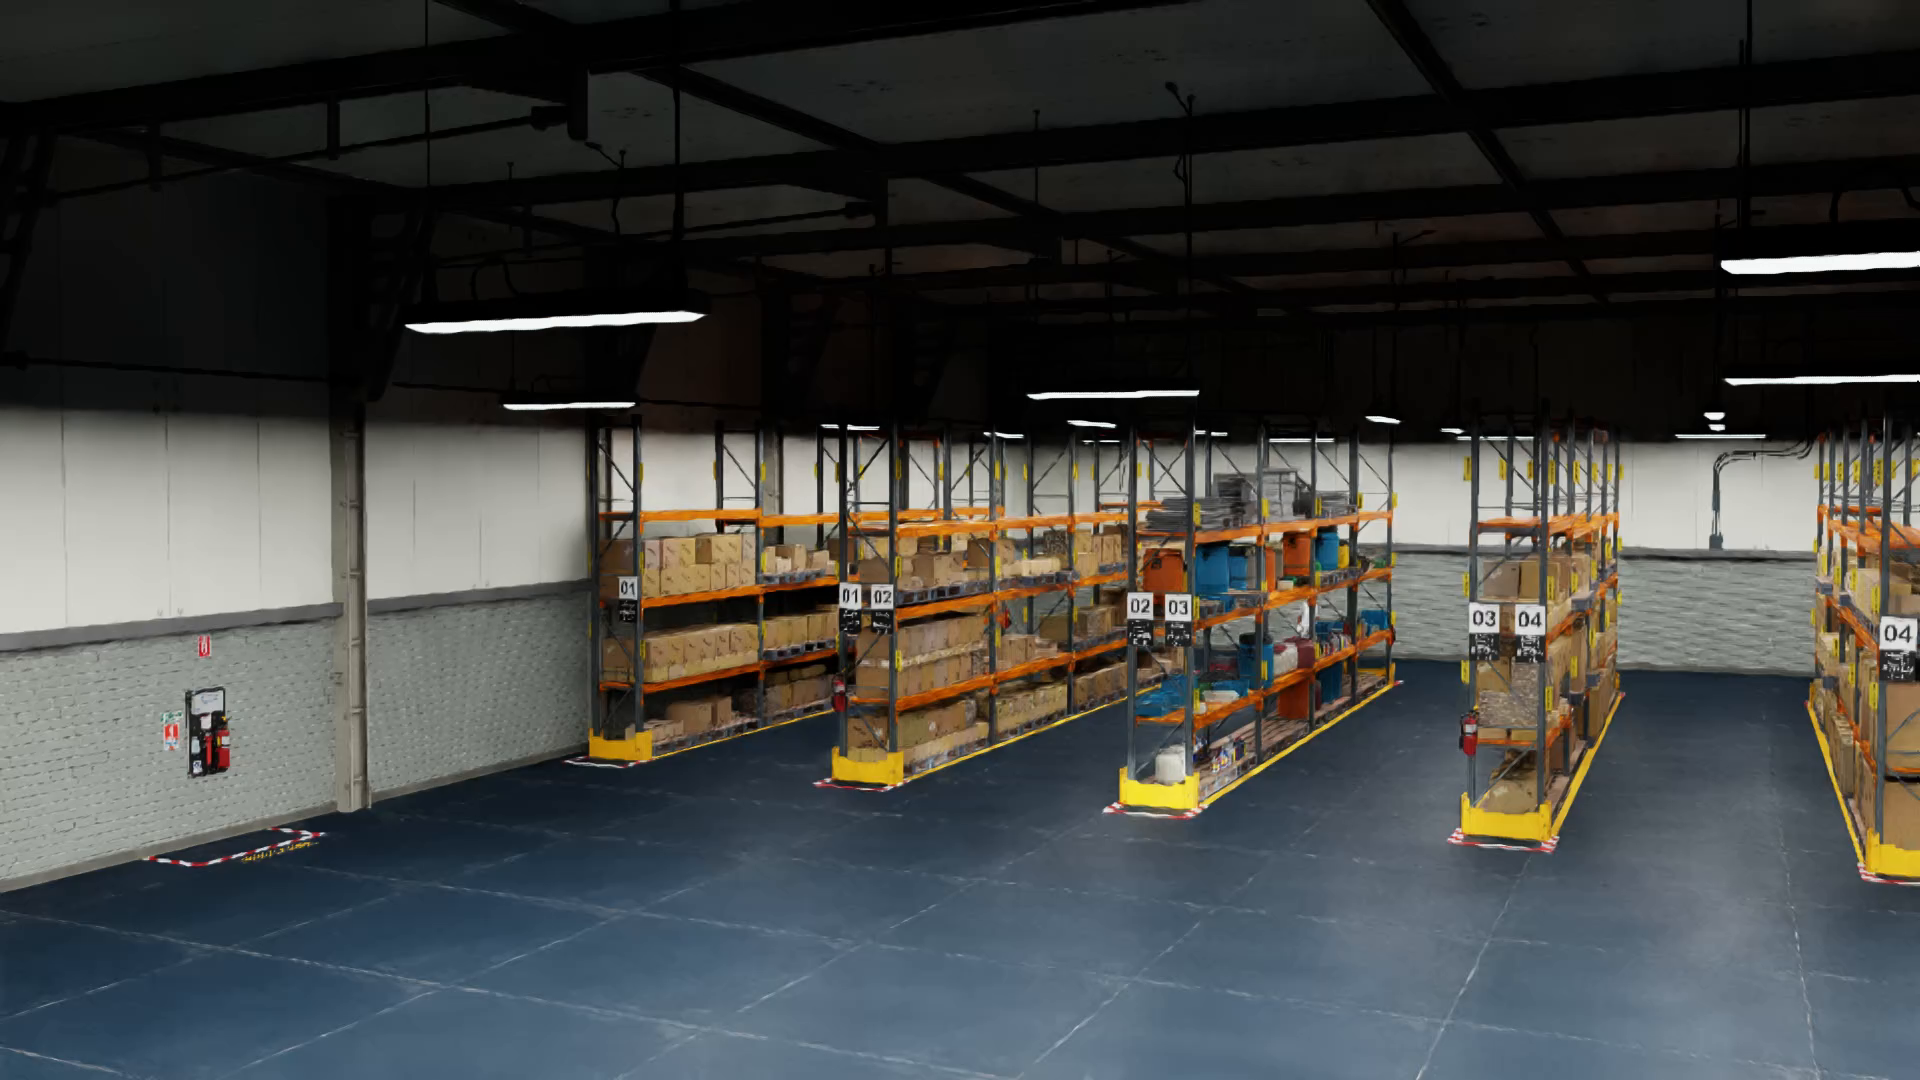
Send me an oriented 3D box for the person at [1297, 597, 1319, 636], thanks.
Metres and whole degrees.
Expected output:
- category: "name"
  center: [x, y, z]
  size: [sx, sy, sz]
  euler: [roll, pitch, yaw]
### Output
- category: "person"
  center: [9.245, 2.301, 44.243]
  size: [0.603, 1.777, 0.570]
  euler: [0, 2, -11]
